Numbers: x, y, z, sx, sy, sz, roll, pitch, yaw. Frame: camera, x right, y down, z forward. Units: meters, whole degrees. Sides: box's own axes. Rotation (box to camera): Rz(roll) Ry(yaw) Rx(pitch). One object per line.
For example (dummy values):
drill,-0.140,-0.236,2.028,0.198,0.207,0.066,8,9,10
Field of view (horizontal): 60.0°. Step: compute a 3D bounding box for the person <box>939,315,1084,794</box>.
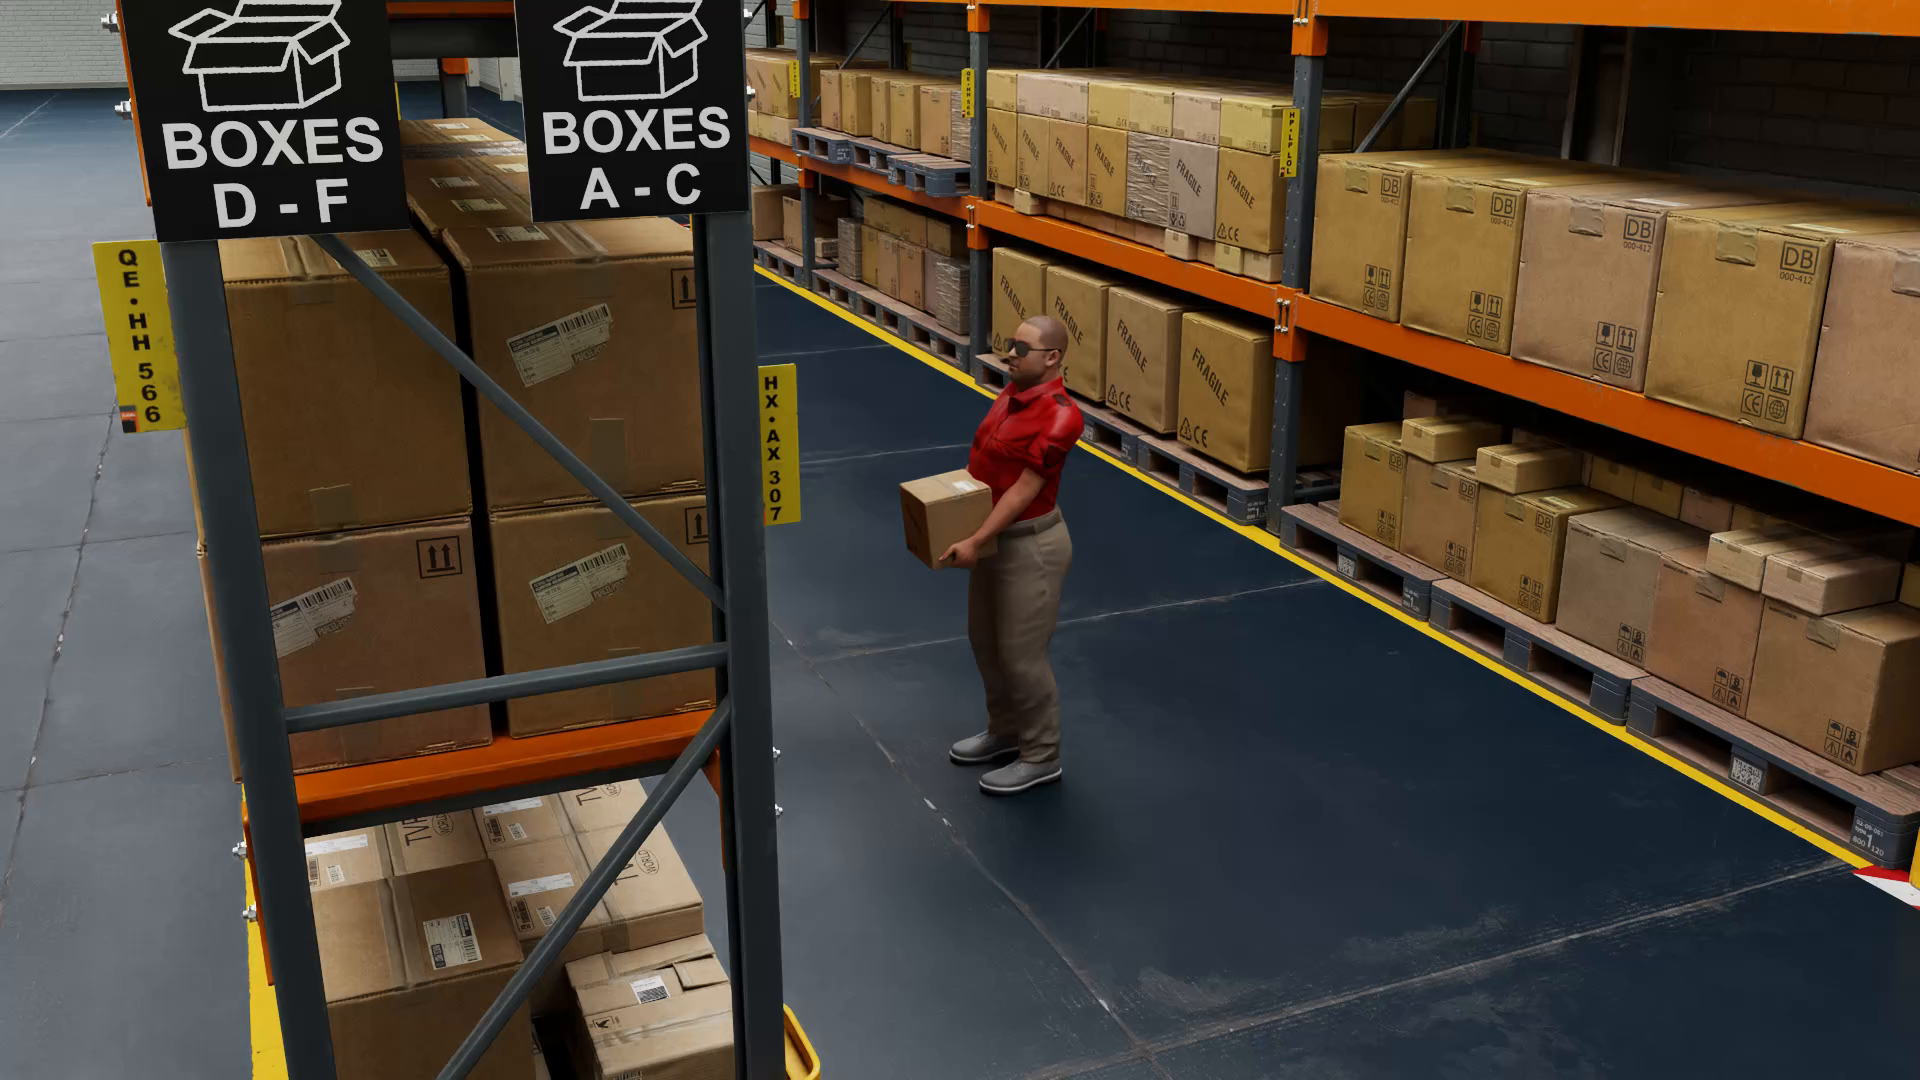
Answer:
person,0.129,0.058,5.936,0.531,1.713,0.494,-8,20,-21
